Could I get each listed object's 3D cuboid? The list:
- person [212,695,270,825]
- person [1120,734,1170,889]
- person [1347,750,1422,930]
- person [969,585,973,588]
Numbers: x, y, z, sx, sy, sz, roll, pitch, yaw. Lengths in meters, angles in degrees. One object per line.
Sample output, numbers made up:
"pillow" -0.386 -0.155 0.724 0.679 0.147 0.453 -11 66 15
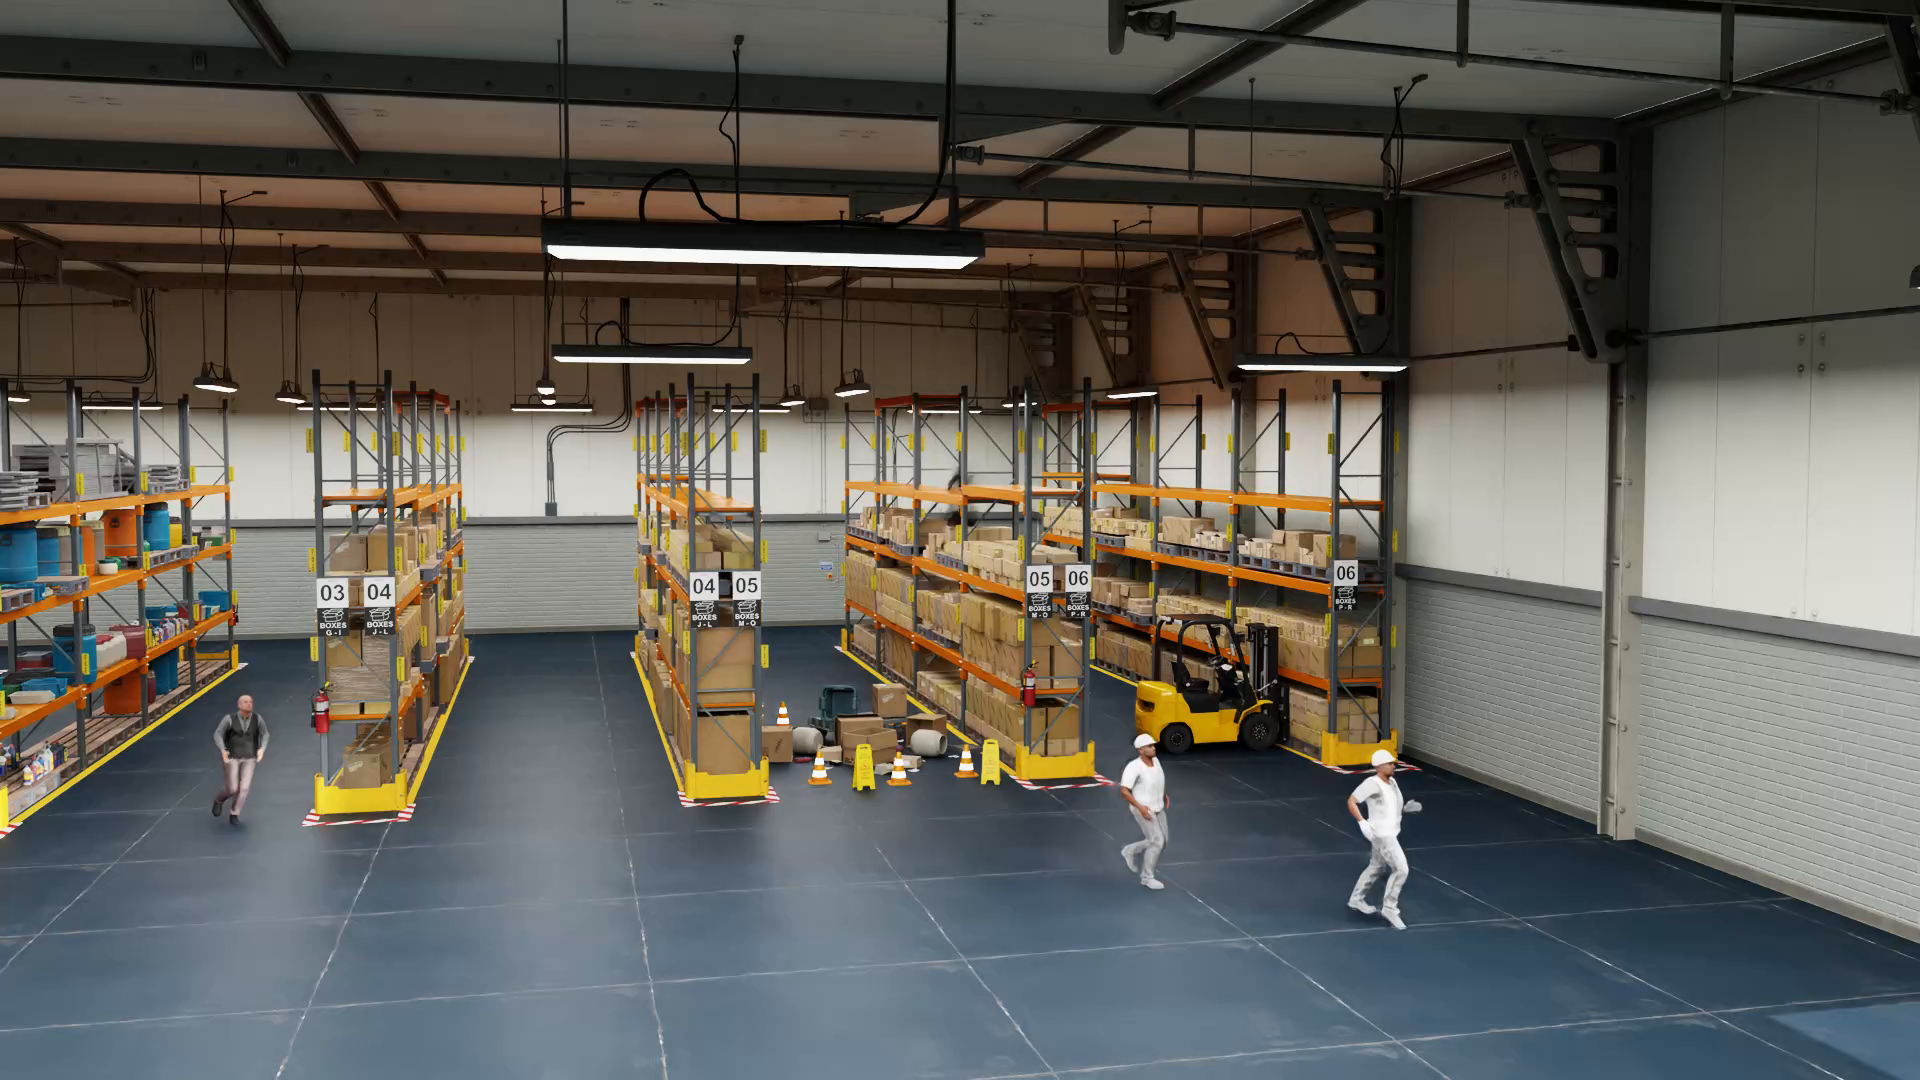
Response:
"person" -9.557 2.898 22.128 0.704 1.679 0.565 -3 4 -38
"person" 2.079 3.056 18.862 0.582 1.733 0.693 3 4 37
"person" 4.421 3.109 17.346 0.768 1.843 0.655 2 4 29
"person" 0.203 1.908 38.100 0.641 1.775 0.690 -1 4 -23
